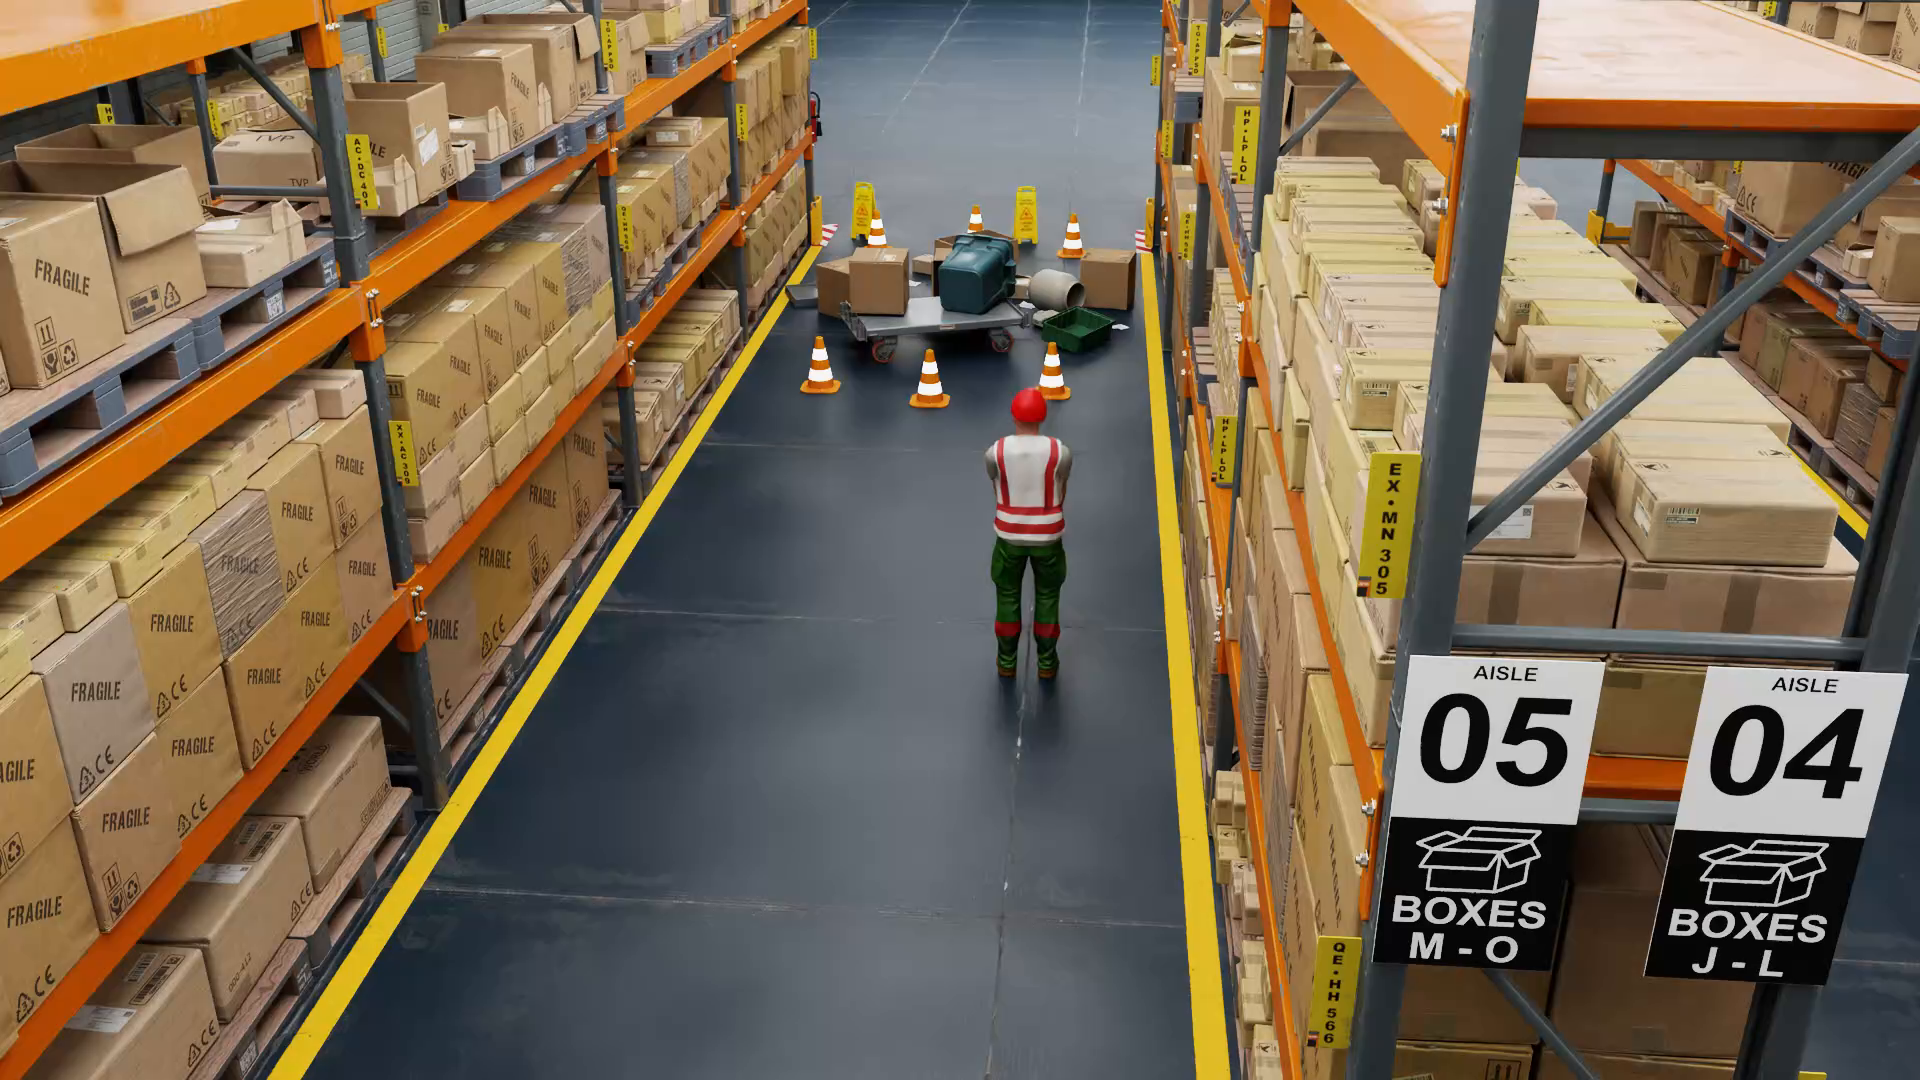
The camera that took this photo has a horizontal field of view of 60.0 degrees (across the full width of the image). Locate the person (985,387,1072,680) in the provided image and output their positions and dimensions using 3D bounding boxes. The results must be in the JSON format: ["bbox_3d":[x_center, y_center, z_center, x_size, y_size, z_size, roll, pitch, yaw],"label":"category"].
[{"bbox_3d":[0.398,-0.074,9.739,0.495,1.786,0.562,2,24,4],"label":"person"}]
